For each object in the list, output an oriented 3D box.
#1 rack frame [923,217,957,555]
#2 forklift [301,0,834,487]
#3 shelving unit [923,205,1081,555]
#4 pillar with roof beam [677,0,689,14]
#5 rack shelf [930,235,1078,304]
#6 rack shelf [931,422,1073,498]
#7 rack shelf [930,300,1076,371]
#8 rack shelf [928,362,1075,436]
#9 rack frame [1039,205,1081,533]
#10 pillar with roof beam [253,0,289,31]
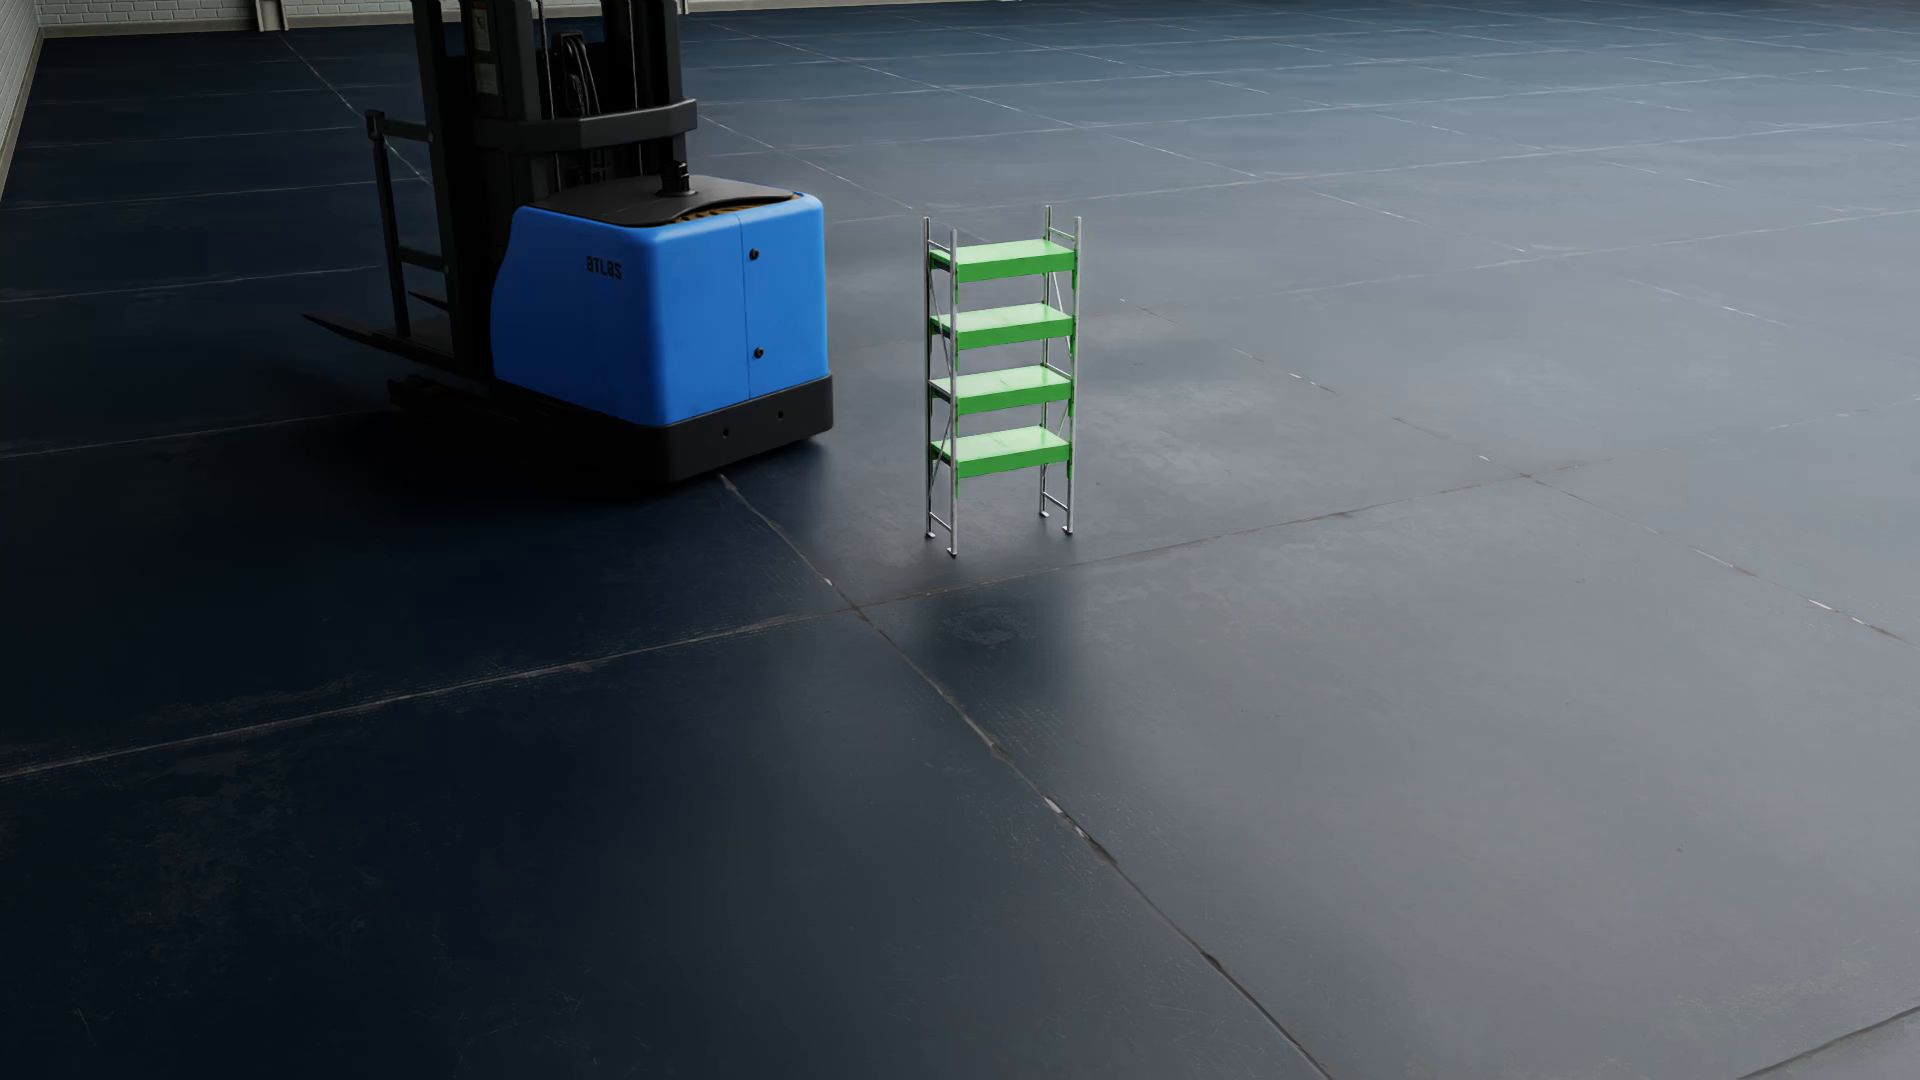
[{"bbox_3d":[-0.071,-0.541,5.989,0.015,1.200,0.240,-10,25,-24],"label":"rack frame"},{"bbox_3d":[-1.994,-2.020,7.298,3.031,2.935,1.130,18,29,37],"label":"forklift"},{"bbox_3d":[0.149,-0.582,6.087,0.503,1.200,0.258,-10,25,-24],"label":"shelving unit"},{"bbox_3d":[-2.704,-11.081,21.254,0.400,9.000,9.100,-10,25,-24],"label":"pillar with roof beam"},{"bbox_3d":[0.149,-0.966,5.928,0.480,0.148,0.258,-10,25,-24],"label":"rack shelf"},{"bbox_3d":[0.149,-0.301,6.203,0.480,0.148,0.258,-10,25,-24],"label":"rack shelf"},{"bbox_3d":[0.149,-0.745,6.019,0.480,0.148,0.258,-10,25,-24],"label":"rack shelf"},{"bbox_3d":[0.149,-0.523,6.111,0.480,0.148,0.258,-10,25,-24],"label":"rack shelf"},{"bbox_3d":[0.369,-0.622,6.185,0.015,1.200,0.240,-10,25,-24],"label":"rack frame"},{"bbox_3d":[-8.111,-10.086,18.850,0.400,9.000,9.100,-10,25,-24],"label":"pillar with roof beam"}]
